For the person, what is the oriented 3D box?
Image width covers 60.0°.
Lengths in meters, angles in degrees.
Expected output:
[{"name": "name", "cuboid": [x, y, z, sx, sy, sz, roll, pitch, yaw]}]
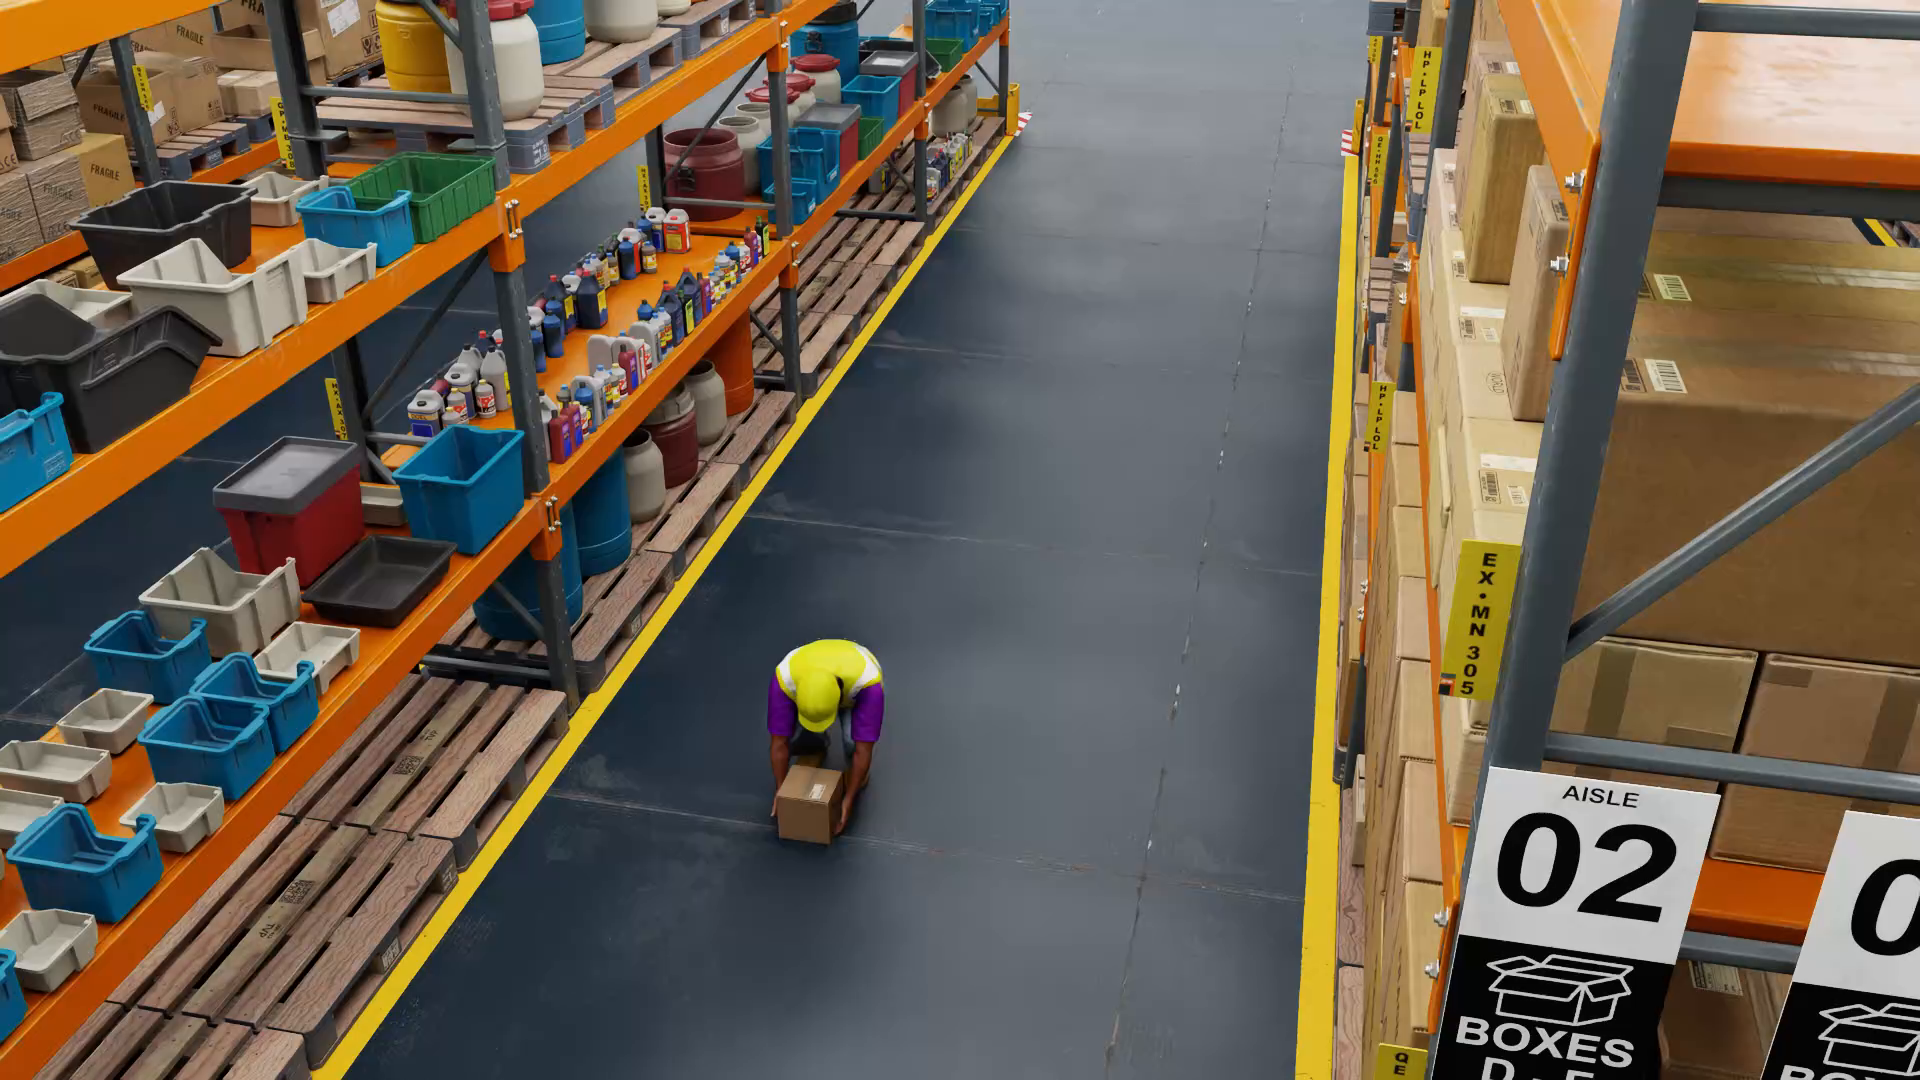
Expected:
[{"name": "person", "cuboid": [-12.369, -2.461, 5.563, 23.266, 9.010, 7.014, 6, 29, 11]}]
